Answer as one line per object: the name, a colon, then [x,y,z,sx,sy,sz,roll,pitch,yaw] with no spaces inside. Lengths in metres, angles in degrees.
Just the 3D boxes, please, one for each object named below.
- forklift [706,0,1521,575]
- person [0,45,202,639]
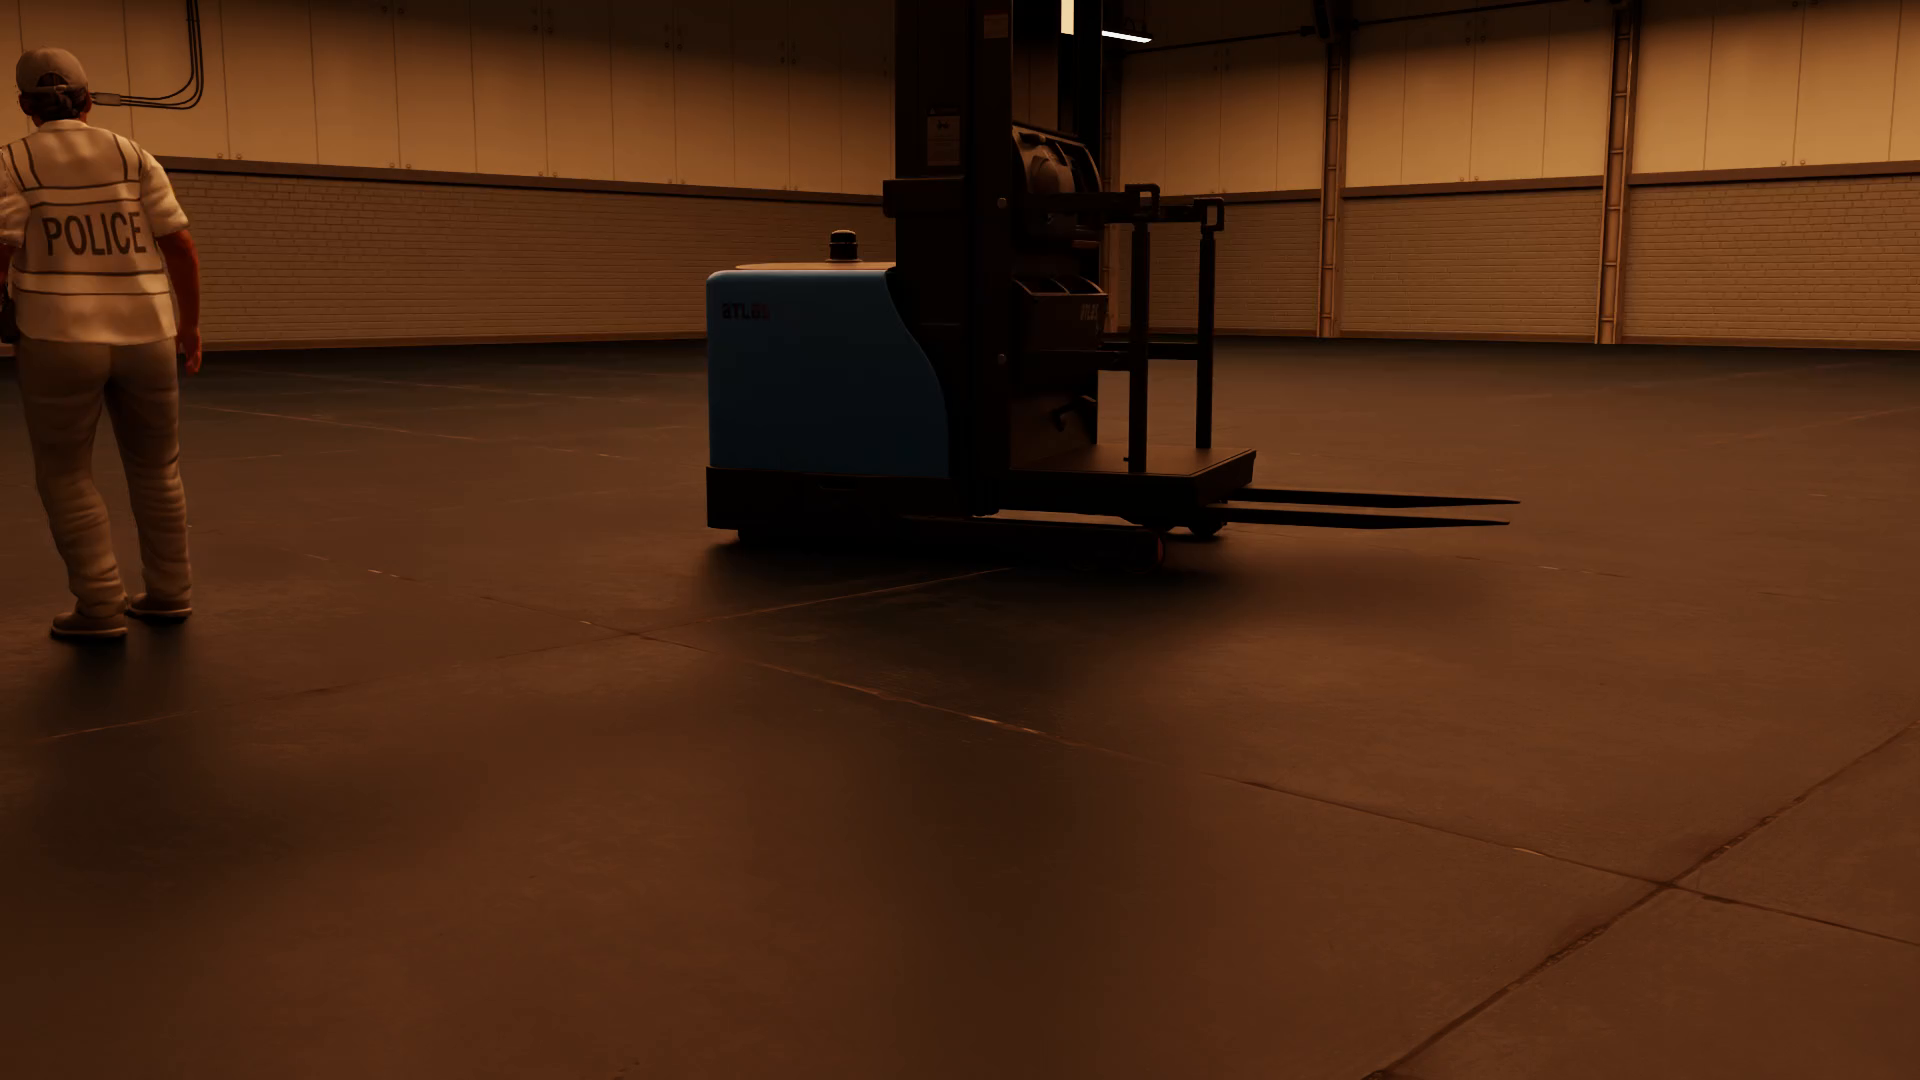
forklift: [0.565,-1.416,6.275,3.031,2.935,1.130,3,9,22]
person: [-2.531,-0.555,4.810,0.525,1.669,0.623,8,12,43]
